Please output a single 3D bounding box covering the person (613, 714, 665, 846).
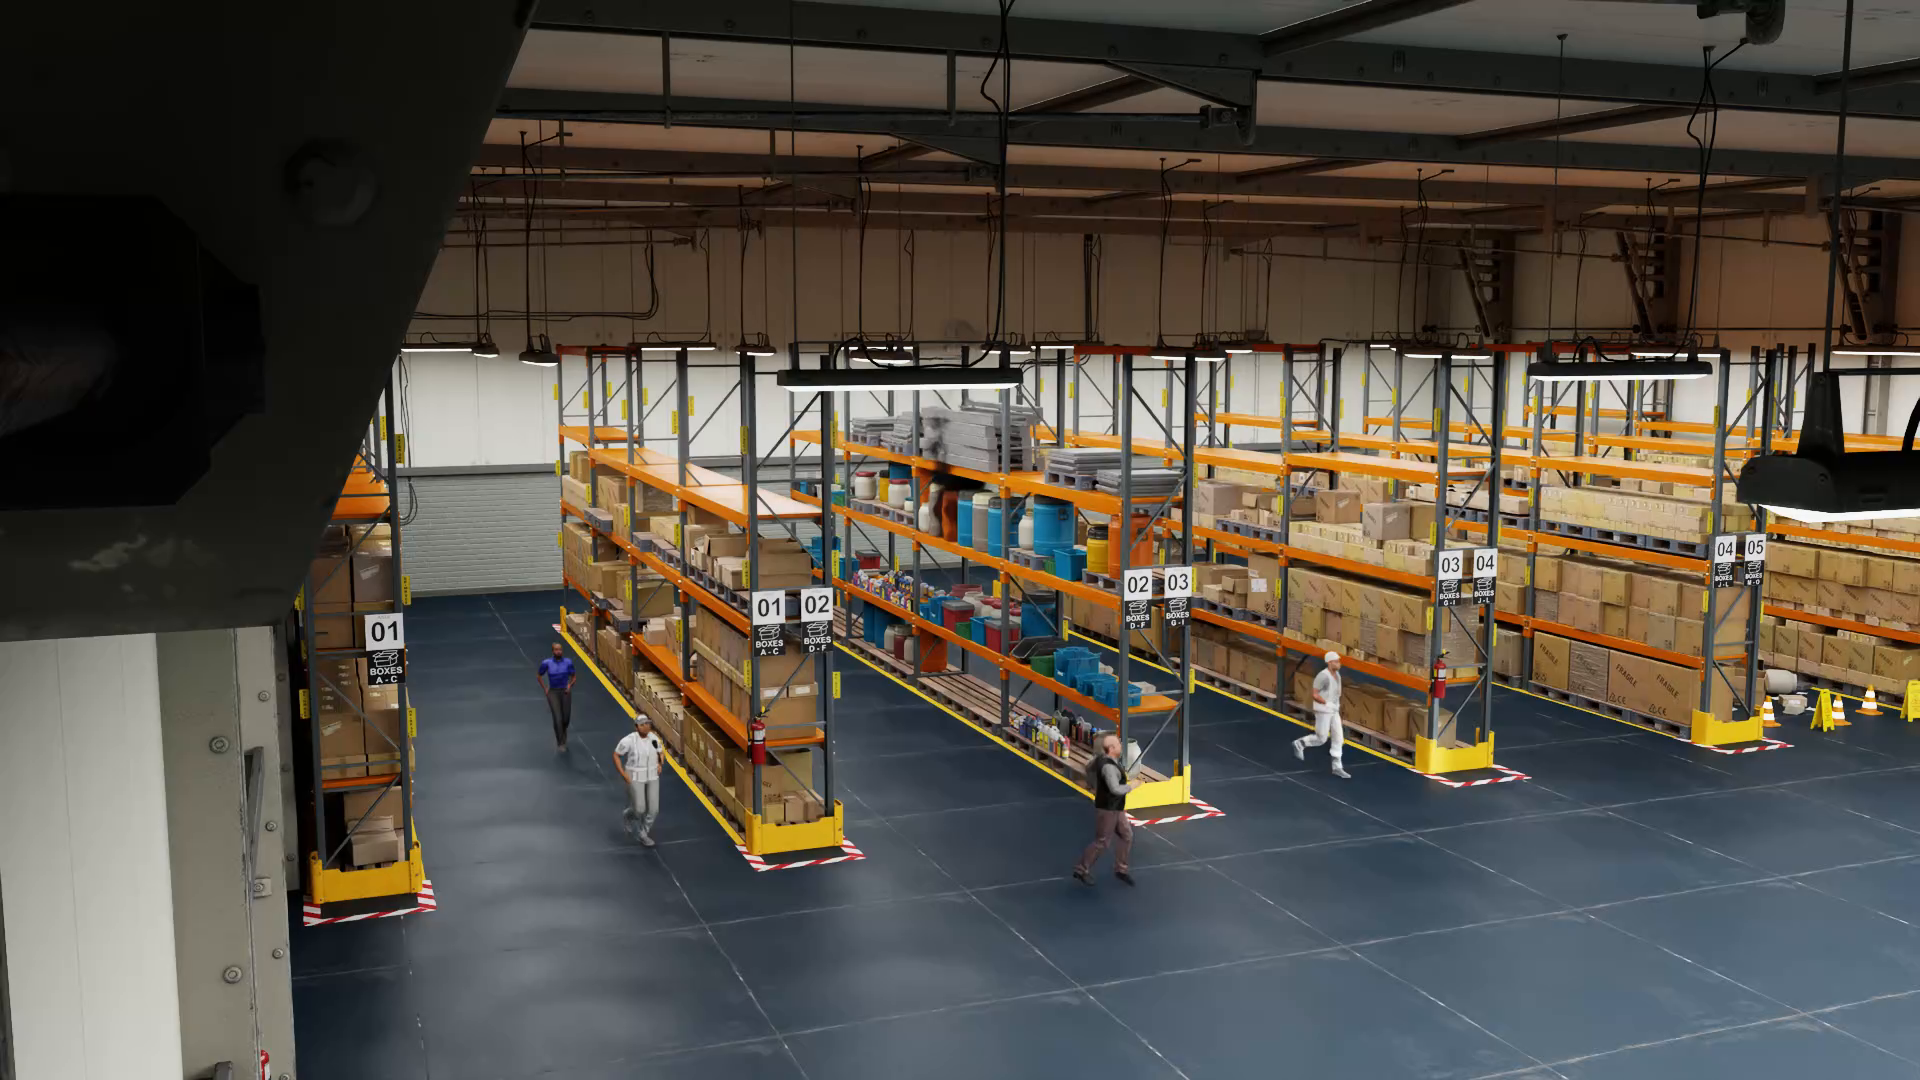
[{"bbox_3d":[-3.904,2.944,20.446,0.657,1.626,0.530,-5,9,-34],"label":"person"}]

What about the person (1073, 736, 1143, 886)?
[{"bbox_3d":[1.674,3.094,18.830,0.786,1.787,0.657,1,7,4],"label":"person"}]

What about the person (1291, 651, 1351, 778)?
[{"bbox_3d":[5.195,2.453,23.724,0.964,1.772,0.683,6,9,40],"label":"person"}]

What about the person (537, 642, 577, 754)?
[{"bbox_3d":[-6.061,2.348,25.069,0.585,1.650,0.705,-3,8,-23],"label":"person"}]
